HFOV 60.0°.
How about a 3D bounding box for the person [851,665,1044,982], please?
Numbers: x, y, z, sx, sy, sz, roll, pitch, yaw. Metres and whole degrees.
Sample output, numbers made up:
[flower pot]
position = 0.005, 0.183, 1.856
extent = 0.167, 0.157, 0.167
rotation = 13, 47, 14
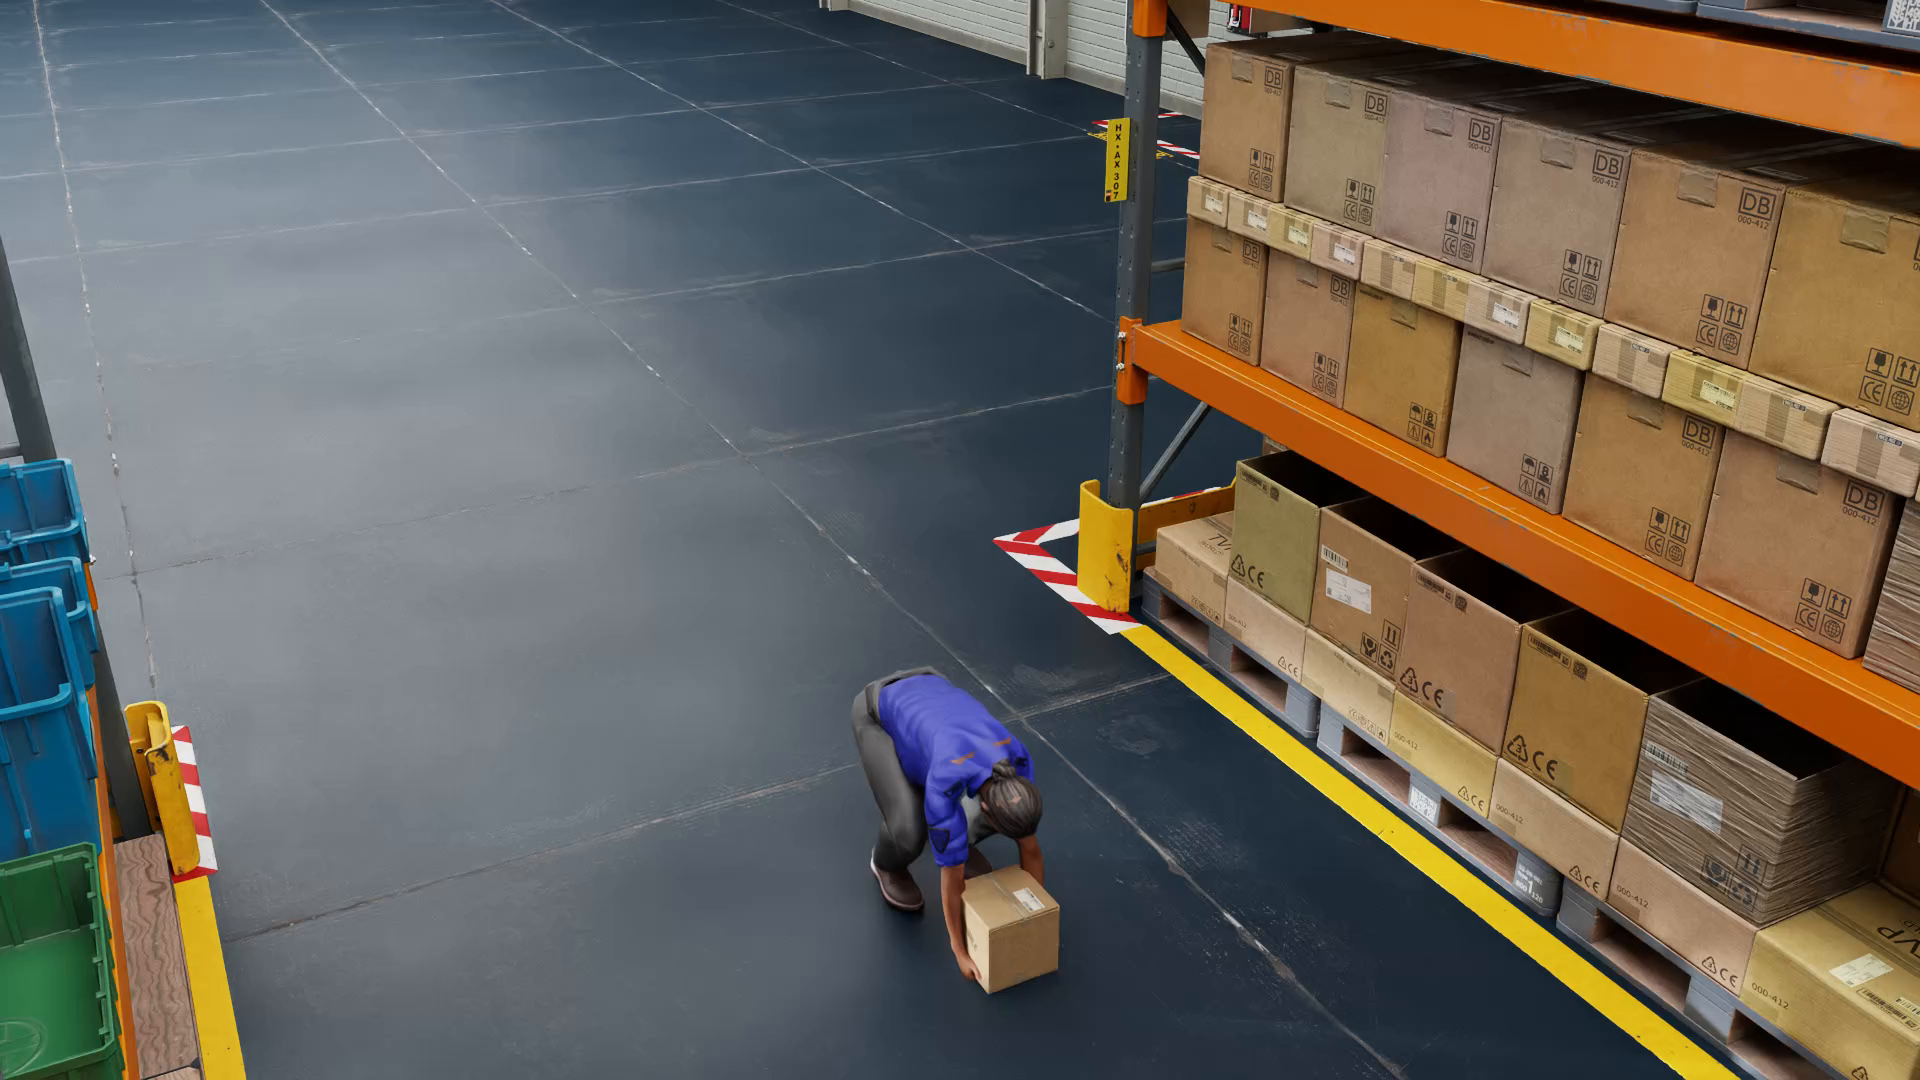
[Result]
[person]
position = -0.020, 0.873, 5.363
extent = 0.470, 0.779, 0.873
rotation = -14, 29, -27
